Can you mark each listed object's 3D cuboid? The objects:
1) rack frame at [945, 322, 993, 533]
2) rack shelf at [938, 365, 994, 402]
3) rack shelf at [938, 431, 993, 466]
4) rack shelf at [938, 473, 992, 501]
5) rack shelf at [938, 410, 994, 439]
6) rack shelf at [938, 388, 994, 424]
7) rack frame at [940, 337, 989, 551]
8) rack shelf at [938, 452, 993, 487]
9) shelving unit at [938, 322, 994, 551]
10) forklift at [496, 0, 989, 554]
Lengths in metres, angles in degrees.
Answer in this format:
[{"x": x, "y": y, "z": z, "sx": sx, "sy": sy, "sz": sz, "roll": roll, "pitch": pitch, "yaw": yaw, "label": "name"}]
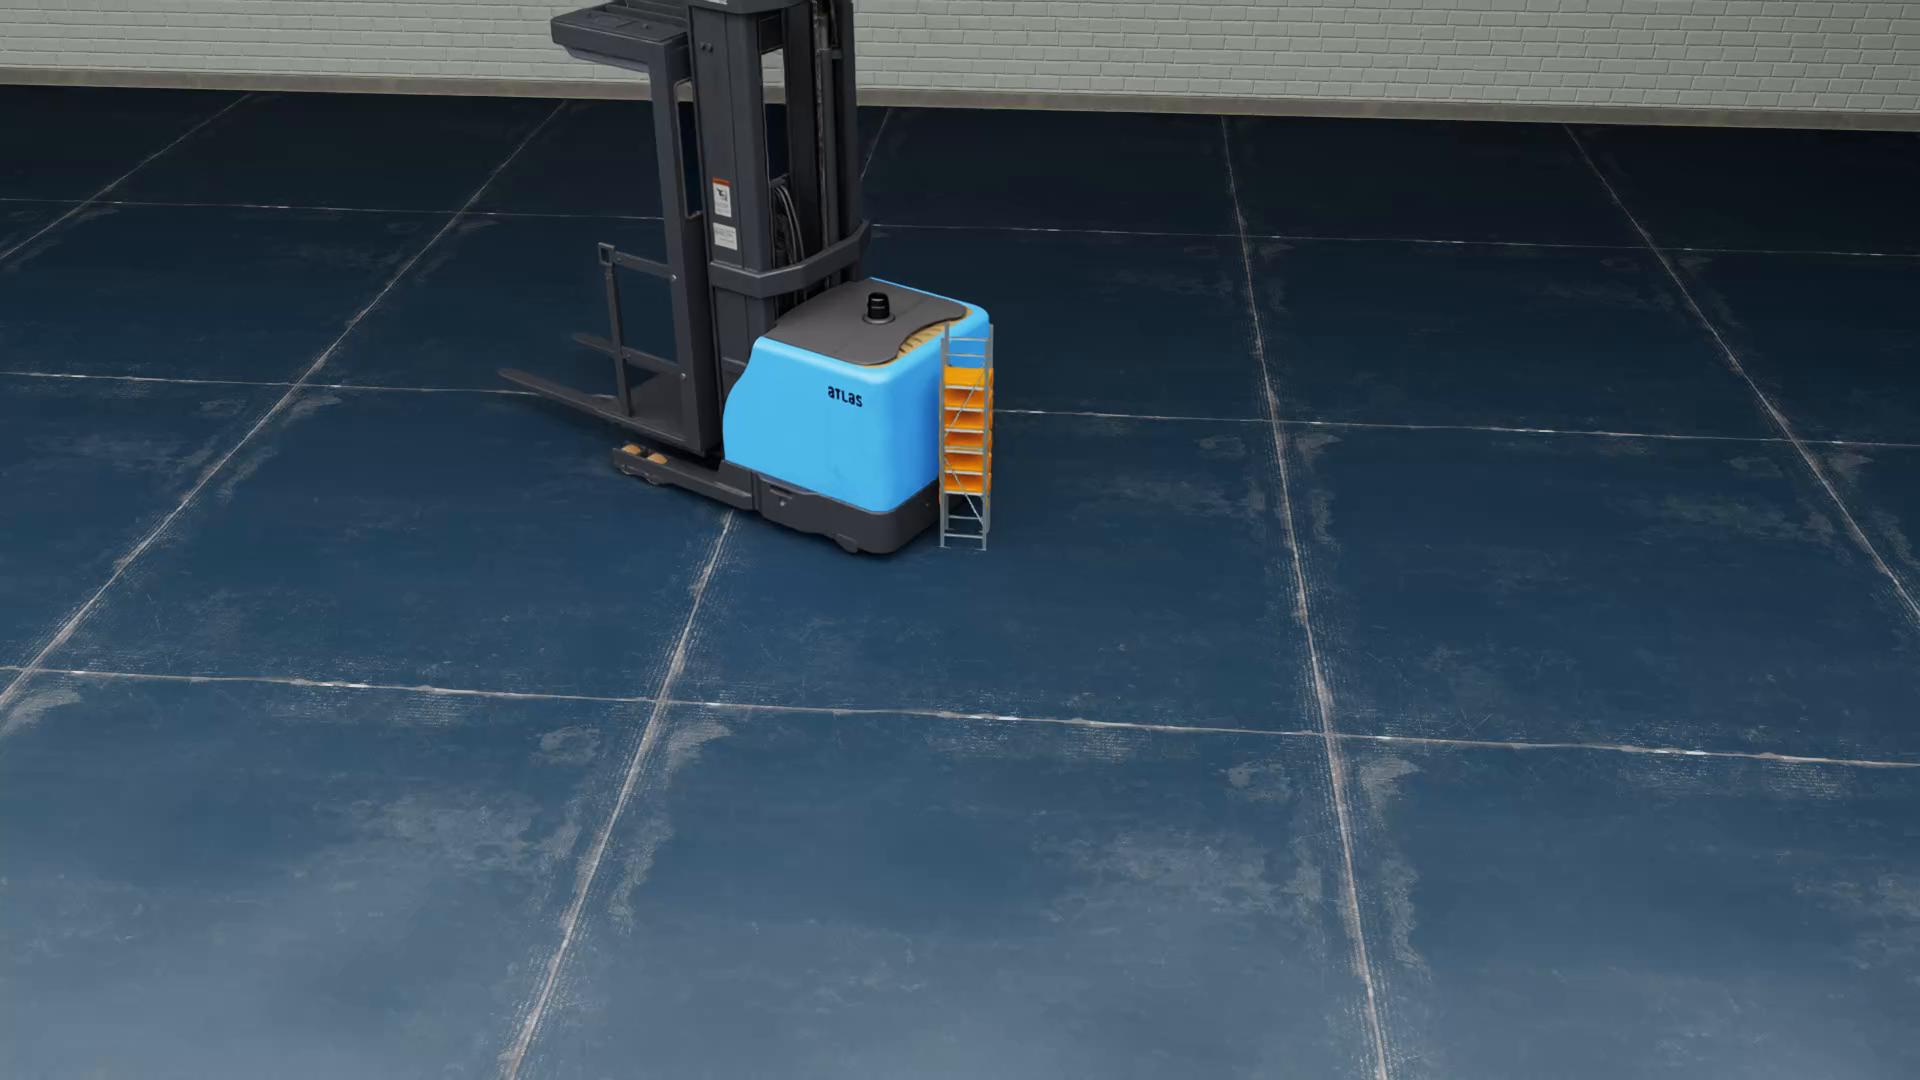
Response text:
[{"x": 0.042, "y": -0.557, "z": 8.508, "sx": 0.240, "sy": 1.200, "sz": 0.006, "roll": 4, "pitch": 32, "yaw": 6, "label": "rack frame"}, {"x": 0.032, "y": -0.777, "z": 8.265, "sx": 0.258, "sy": 0.103, "sz": 0.180, "roll": 4, "pitch": 32, "yaw": 6, "label": "rack shelf"}, {"x": 0.030, "y": -0.472, "z": 8.454, "sx": 0.258, "sy": 0.103, "sz": 0.180, "roll": 4, "pitch": 32, "yaw": 6, "label": "rack shelf"}, {"x": 0.029, "y": -0.268, "z": 8.581, "sx": 0.258, "sy": 0.103, "sz": 0.180, "roll": 4, "pitch": 32, "yaw": 6, "label": "rack shelf"}, {"x": 0.031, "y": -0.574, "z": 8.391, "sx": 0.258, "sy": 0.103, "sz": 0.180, "roll": 4, "pitch": 32, "yaw": 6, "label": "rack shelf"}, {"x": 0.031, "y": -0.676, "z": 8.328, "sx": 0.258, "sy": 0.103, "sz": 0.180, "roll": 4, "pitch": 32, "yaw": 6, "label": "rack shelf"}, {"x": 0.019, "y": -0.462, "z": 8.354, "sx": 0.240, "sy": 1.200, "sz": 0.006, "roll": 4, "pitch": 32, "yaw": 6, "label": "rack frame"}, {"x": 0.029, "y": -0.370, "z": 8.518, "sx": 0.258, "sy": 0.103, "sz": 0.180, "roll": 4, "pitch": 32, "yaw": 6, "label": "rack shelf"}, {"x": 0.030, "y": -0.509, "z": 8.431, "sx": 0.258, "sy": 1.200, "sz": 0.189, "roll": 4, "pitch": 32, "yaw": 6, "label": "shelving unit"}, {"x": -1.339, "y": -1.766, "z": 8.822, "sx": 3.031, "sy": 2.935, "sz": 1.130, "roll": 19, "pitch": 37, "yaw": 28, "label": "forklift"}]
